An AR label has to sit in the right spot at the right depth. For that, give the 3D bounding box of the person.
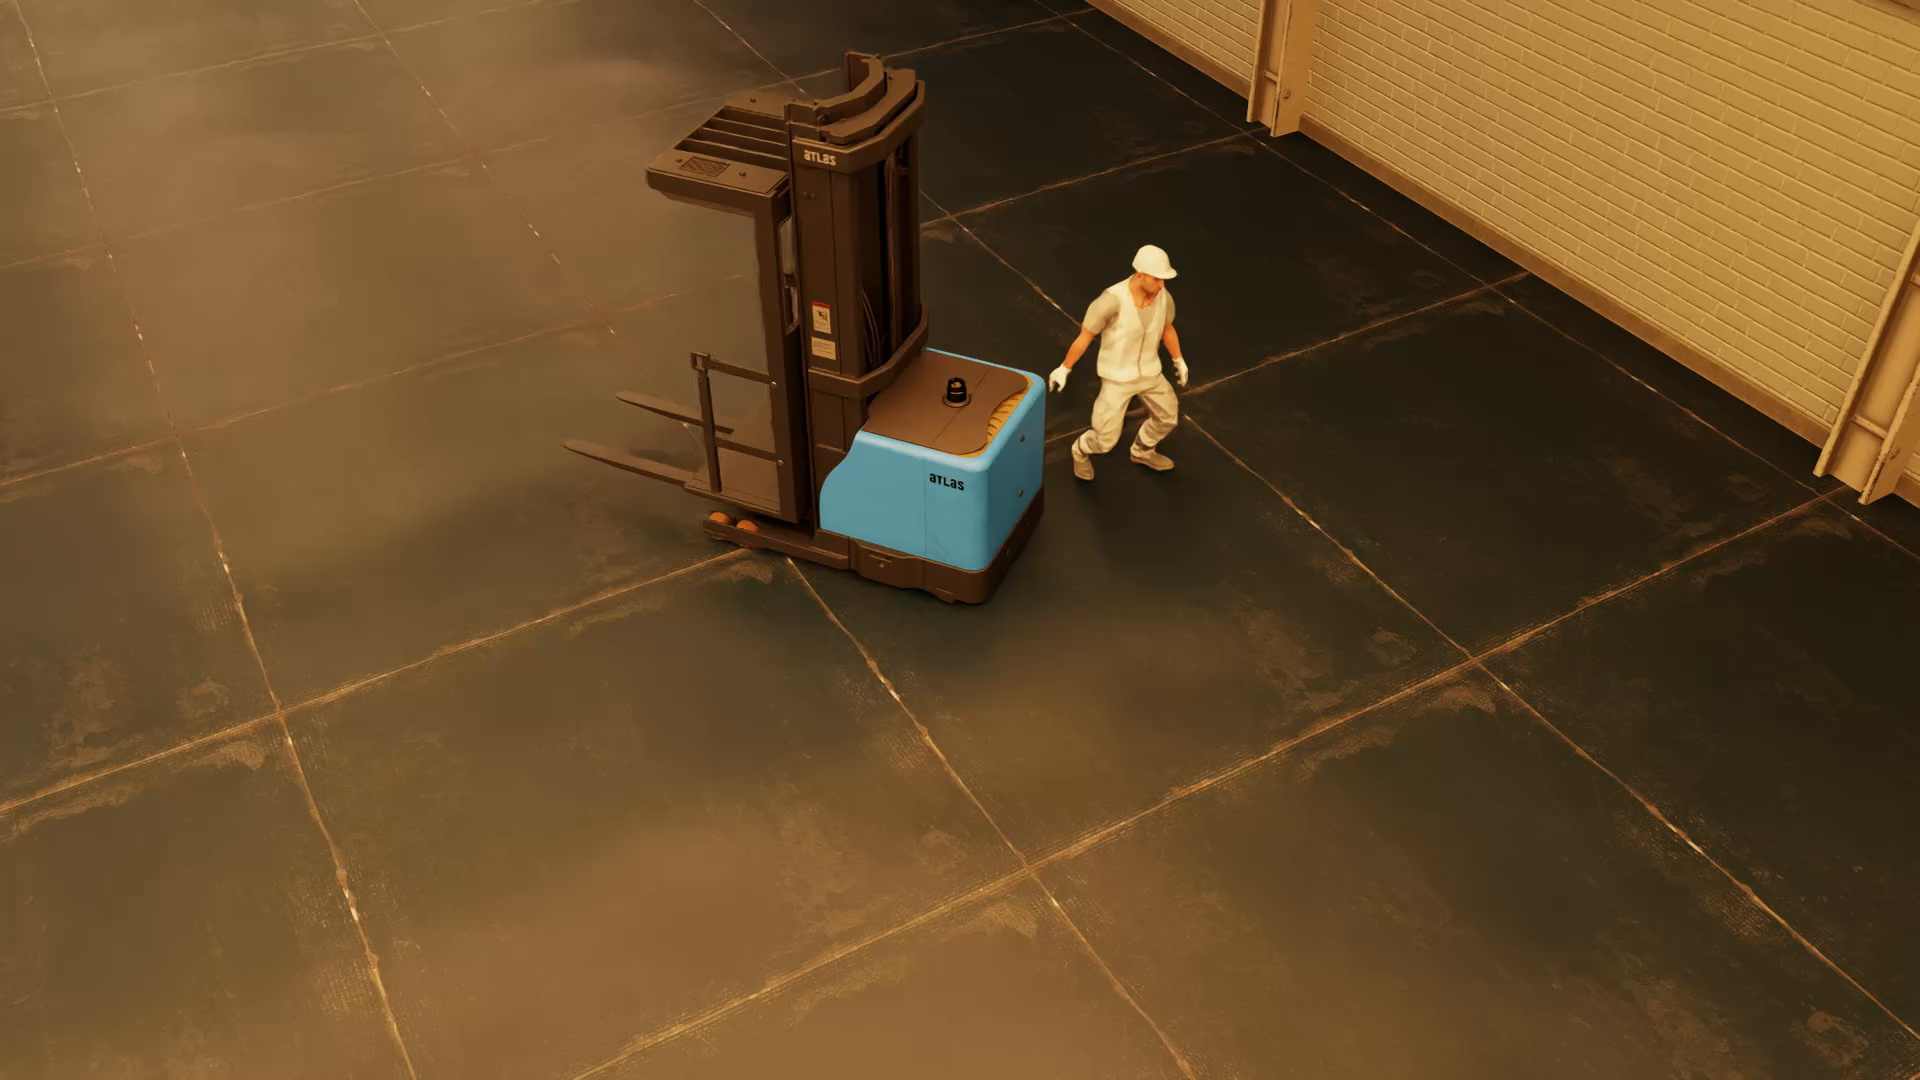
[{"bbox_3d":[0.995,-1.066,10.294,0.912,1.692,0.483,-15,42,-17],"label":"person"}]

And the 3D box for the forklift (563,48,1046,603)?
[{"bbox_3d":[-1.041,-1.374,9.692,3.031,2.935,1.130,16,42,18],"label":"forklift"}]
